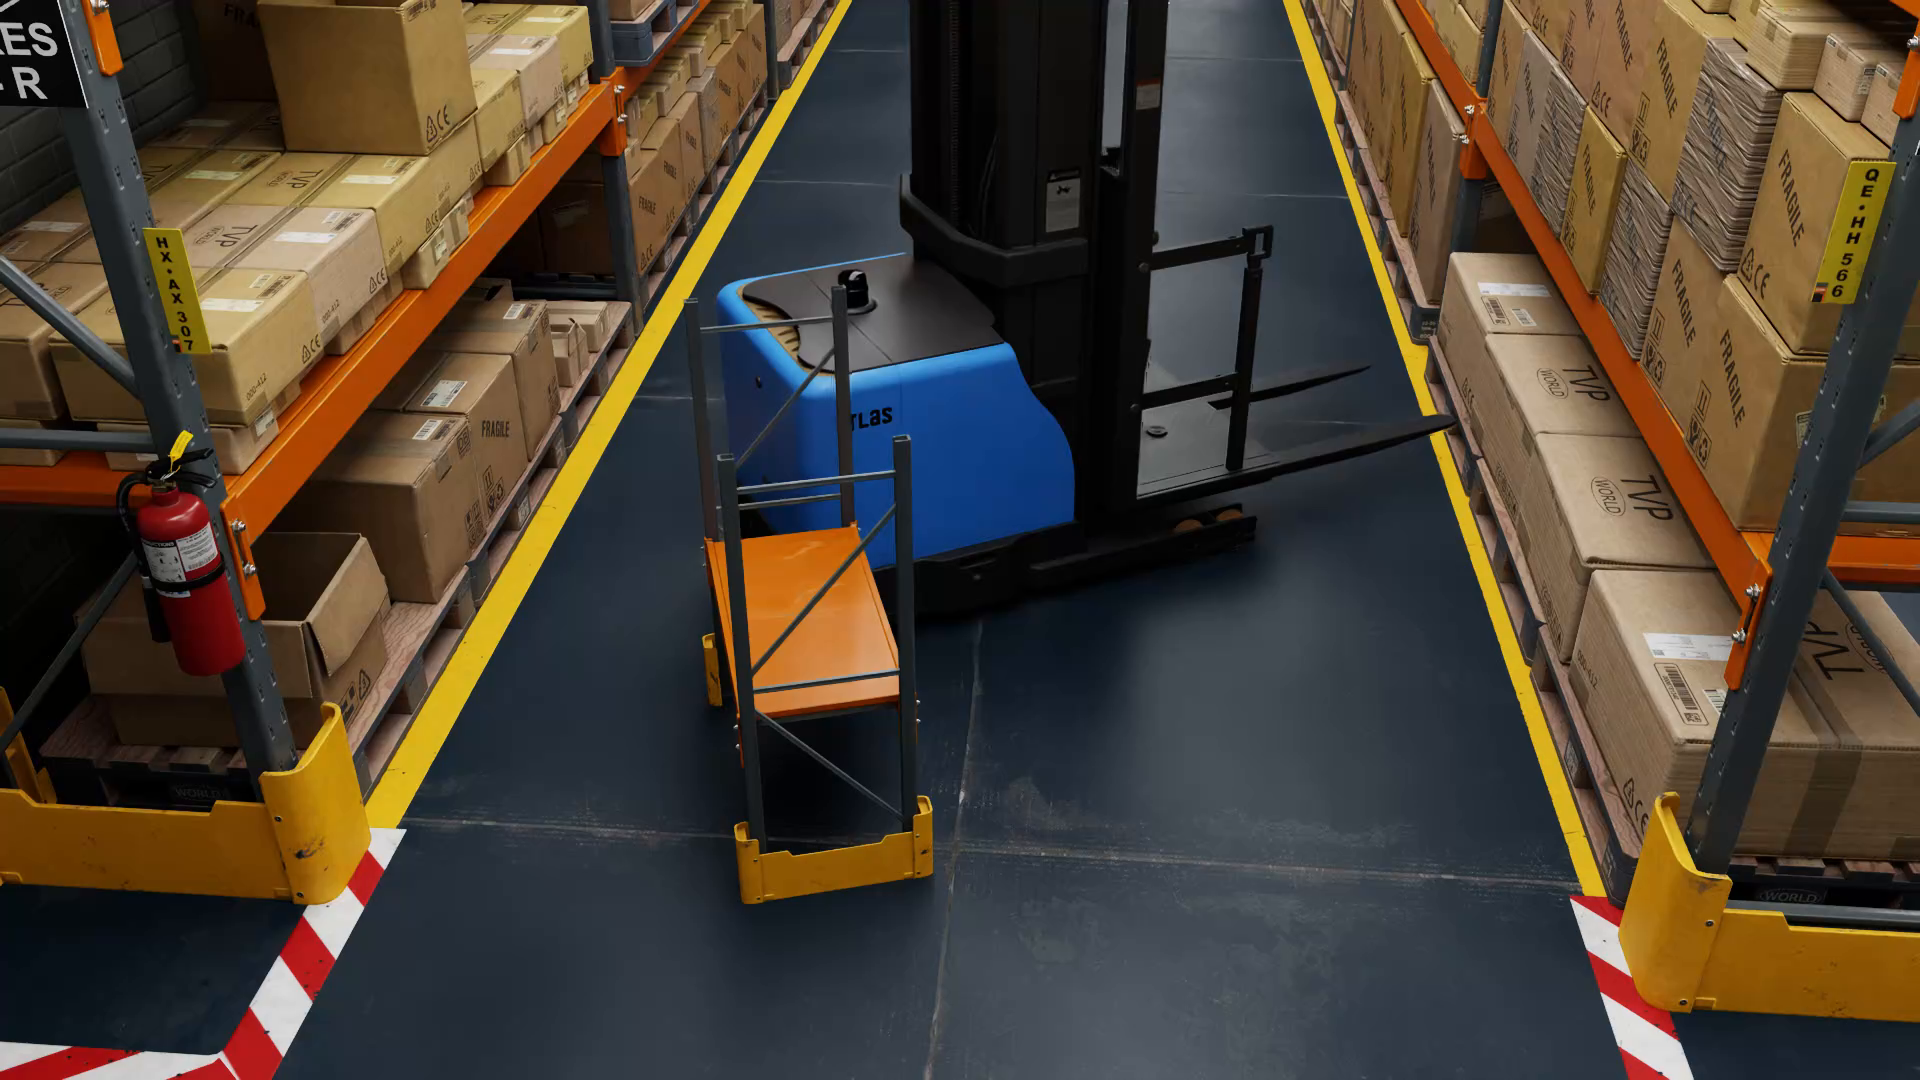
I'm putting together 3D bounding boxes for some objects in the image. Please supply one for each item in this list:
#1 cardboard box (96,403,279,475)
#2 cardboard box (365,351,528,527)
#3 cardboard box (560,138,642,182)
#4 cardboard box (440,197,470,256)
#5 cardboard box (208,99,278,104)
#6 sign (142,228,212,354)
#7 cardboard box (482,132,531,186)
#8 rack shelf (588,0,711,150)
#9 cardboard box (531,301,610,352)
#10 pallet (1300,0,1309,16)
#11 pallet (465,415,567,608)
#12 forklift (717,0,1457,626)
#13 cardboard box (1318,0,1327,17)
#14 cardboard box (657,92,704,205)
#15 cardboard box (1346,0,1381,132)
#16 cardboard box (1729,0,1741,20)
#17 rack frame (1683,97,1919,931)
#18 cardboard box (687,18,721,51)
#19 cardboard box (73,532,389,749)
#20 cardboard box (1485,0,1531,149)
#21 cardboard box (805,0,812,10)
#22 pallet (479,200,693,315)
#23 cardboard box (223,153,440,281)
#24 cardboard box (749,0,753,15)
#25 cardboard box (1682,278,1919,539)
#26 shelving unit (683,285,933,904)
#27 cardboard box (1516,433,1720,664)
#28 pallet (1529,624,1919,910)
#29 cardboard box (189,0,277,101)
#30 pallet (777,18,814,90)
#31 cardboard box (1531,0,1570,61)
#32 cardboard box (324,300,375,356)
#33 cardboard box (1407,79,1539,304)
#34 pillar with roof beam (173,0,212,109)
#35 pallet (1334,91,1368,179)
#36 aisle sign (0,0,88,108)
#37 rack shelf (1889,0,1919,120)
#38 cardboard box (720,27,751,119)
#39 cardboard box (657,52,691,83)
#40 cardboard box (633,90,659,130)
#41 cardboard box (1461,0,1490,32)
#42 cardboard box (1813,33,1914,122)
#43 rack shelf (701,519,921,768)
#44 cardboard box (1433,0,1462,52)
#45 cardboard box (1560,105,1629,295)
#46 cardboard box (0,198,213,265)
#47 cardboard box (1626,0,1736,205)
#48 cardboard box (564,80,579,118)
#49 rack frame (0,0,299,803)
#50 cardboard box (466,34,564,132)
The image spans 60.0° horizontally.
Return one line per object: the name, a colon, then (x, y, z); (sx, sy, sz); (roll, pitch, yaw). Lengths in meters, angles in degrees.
cardboard box: (-2.145, -0.310, 4.633); (0.380, 0.149, 0.250); (2, 32, 4)
cardboard box: (-2.050, -0.405, 6.530); (0.500, 0.500, 0.500); (3, 32, 5)
cardboard box: (-1.825, -1.915, 8.363); (0.380, 0.149, 0.250); (4, 32, 6)
cardboard box: (-1.989, -1.120, 5.948); (0.380, 0.149, 0.250); (3, 32, 5)
cardboard box: (-2.507, -1.631, 6.397); (0.500, 0.250, 0.500); (3, 32, 5)
sign: (-1.904, -0.602, 4.043); (0.100, 0.325, 0.005); (2, 32, 4)
cardboard box: (-1.931, -1.519, 6.595); (0.380, 0.149, 0.250); (2, 32, 3)
rack shelf: (-1.957, -3.088, 9.587); (1.077, 0.370, 4.000); (2, 32, 4)
cardboard box: (-1.872, -1.009, 7.846); (0.380, 0.149, 0.250); (2, 32, 2)
pallet: (3.418, -4.727, 14.219); (1.003, 0.211, 1.213); (2, 32, 4)
pallet: (-2.273, -0.162, 6.812); (1.003, 0.211, 1.213); (2, 32, 4)
forklift: (0.628, -1.398, 6.225); (3.031, 2.935, 1.130); (-14, 34, -21)
cardboard box: (3.329, -4.367, 13.082); (0.950, 0.372, 0.625); (3, 32, 6)
cardboard box: (-1.777, -2.246, 9.517); (0.500, 0.500, 0.500); (2, 32, 3)
cardboard box: (3.015, -3.146, 10.621); (0.875, 0.875, 0.875); (2, 32, 4)
cardboard box: (2.419, -1.523, 4.696); (0.380, 0.149, 0.250); (2, 32, 4)
rack frame: (2.502, -0.047, 3.966); (1.000, 3.000, 0.127); (2, 32, 4)
cardboard box: (-1.705, -3.146, 10.359); (0.380, 0.149, 0.250); (3, 32, 5)
cardboard box: (-2.301, 0.312, 5.365); (0.797, 0.503, 0.637); (1, 32, 2)
cardboard box: (2.529, -1.947, 6.954); (0.500, 0.500, 0.500); (3, 32, 6)
cardboard box: (-1.629, -4.627, 13.263); (0.875, 0.625, 0.625); (1, 32, 2)
pallet: (-2.091, -1.588, 9.126); (1.003, 0.211, 1.213); (2, 32, 4)
cardboard box: (-2.061, -1.074, 5.493); (0.500, 0.250, 0.500); (2, 32, 3)
cardboard box: (-1.582, -3.562, 11.034); (0.380, 0.149, 0.250); (1, 32, 2)
cardboard box: (2.278, -0.353, 4.368); (0.500, 0.500, 0.500); (3, 32, 4)
shelving unit: (-0.485, 0.145, 5.086); (0.587, 1.500, 1.083); (-7, 32, -11)
cardboard box: (2.523, 0.037, 5.873); (0.875, 0.438, 0.875); (3, 32, 5)
pallet: (2.490, 0.719, 5.382); (1.003, 0.211, 1.213); (2, 32, 4)
cardboard box: (-2.506, -1.963, 6.221); (0.500, 0.500, 0.500); (2, 32, 3)
pallet: (-1.688, -3.682, 12.523); (1.003, 0.211, 1.213); (2, 32, 4)
cardboard box: (2.501, -2.104, 6.257); (0.500, 0.500, 0.500); (2, 32, 3)
cardboard box: (-2.102, -0.713, 5.288); (0.380, 0.149, 0.250); (3, 32, 6)
cardboard box: (2.799, -1.740, 8.339); (0.875, 0.875, 0.875); (3, 32, 6)
pillar with roof beam: (1.216, -4.393, 5.301); (9.100, 9.000, 0.400); (2, 32, 4)
pallet: (3.014, -2.634, 10.822); (1.003, 0.211, 1.213); (2, 32, 4)
aisle sign: (-2.158, -1.315, 3.547); (0.394, 0.787, 0.004); (2, 32, 4)
rack shelf: (2.665, -2.063, 5.065); (1.077, 0.370, 4.000); (2, 32, 4)
cardboard box: (-1.665, -3.063, 10.843); (0.500, 0.500, 0.500); (2, 32, 3)
cardboard box: (-1.788, -2.743, 9.706); (0.380, 0.149, 0.250); (3, 32, 4)
cardboard box: (-1.861, -2.342, 9.055); (0.380, 0.149, 0.250); (2, 32, 3)
cardboard box: (2.622, -2.528, 7.660); (0.500, 0.250, 0.500); (2, 32, 4)
cardboard box: (2.329, -1.121, 4.043); (0.380, 0.149, 0.250); (3, 32, 5)
rack shelf: (-0.487, 0.293, 5.187); (0.538, 0.185, 1.000); (-7, 32, -11)
cardboard box: (2.656, -2.586, 8.230); (0.500, 0.250, 0.500); (2, 32, 3)
cardboard box: (2.395, -1.154, 5.669); (0.500, 0.500, 0.500); (3, 32, 5)
cardboard box: (-2.629, -0.841, 5.115); (0.500, 0.250, 0.500); (3, 32, 4)
cardboard box: (2.361, -1.310, 4.968); (0.500, 0.500, 0.500); (2, 32, 4)
cardboard box: (-1.893, -1.927, 7.257); (0.380, 0.149, 0.250); (3, 32, 5)
rack frame: (-2.445, -0.257, 4.307); (1.000, 3.000, 0.127); (2, 32, 4)
cardboard box: (-1.944, -1.872, 6.787); (0.500, 0.250, 0.500); (3, 32, 4)
